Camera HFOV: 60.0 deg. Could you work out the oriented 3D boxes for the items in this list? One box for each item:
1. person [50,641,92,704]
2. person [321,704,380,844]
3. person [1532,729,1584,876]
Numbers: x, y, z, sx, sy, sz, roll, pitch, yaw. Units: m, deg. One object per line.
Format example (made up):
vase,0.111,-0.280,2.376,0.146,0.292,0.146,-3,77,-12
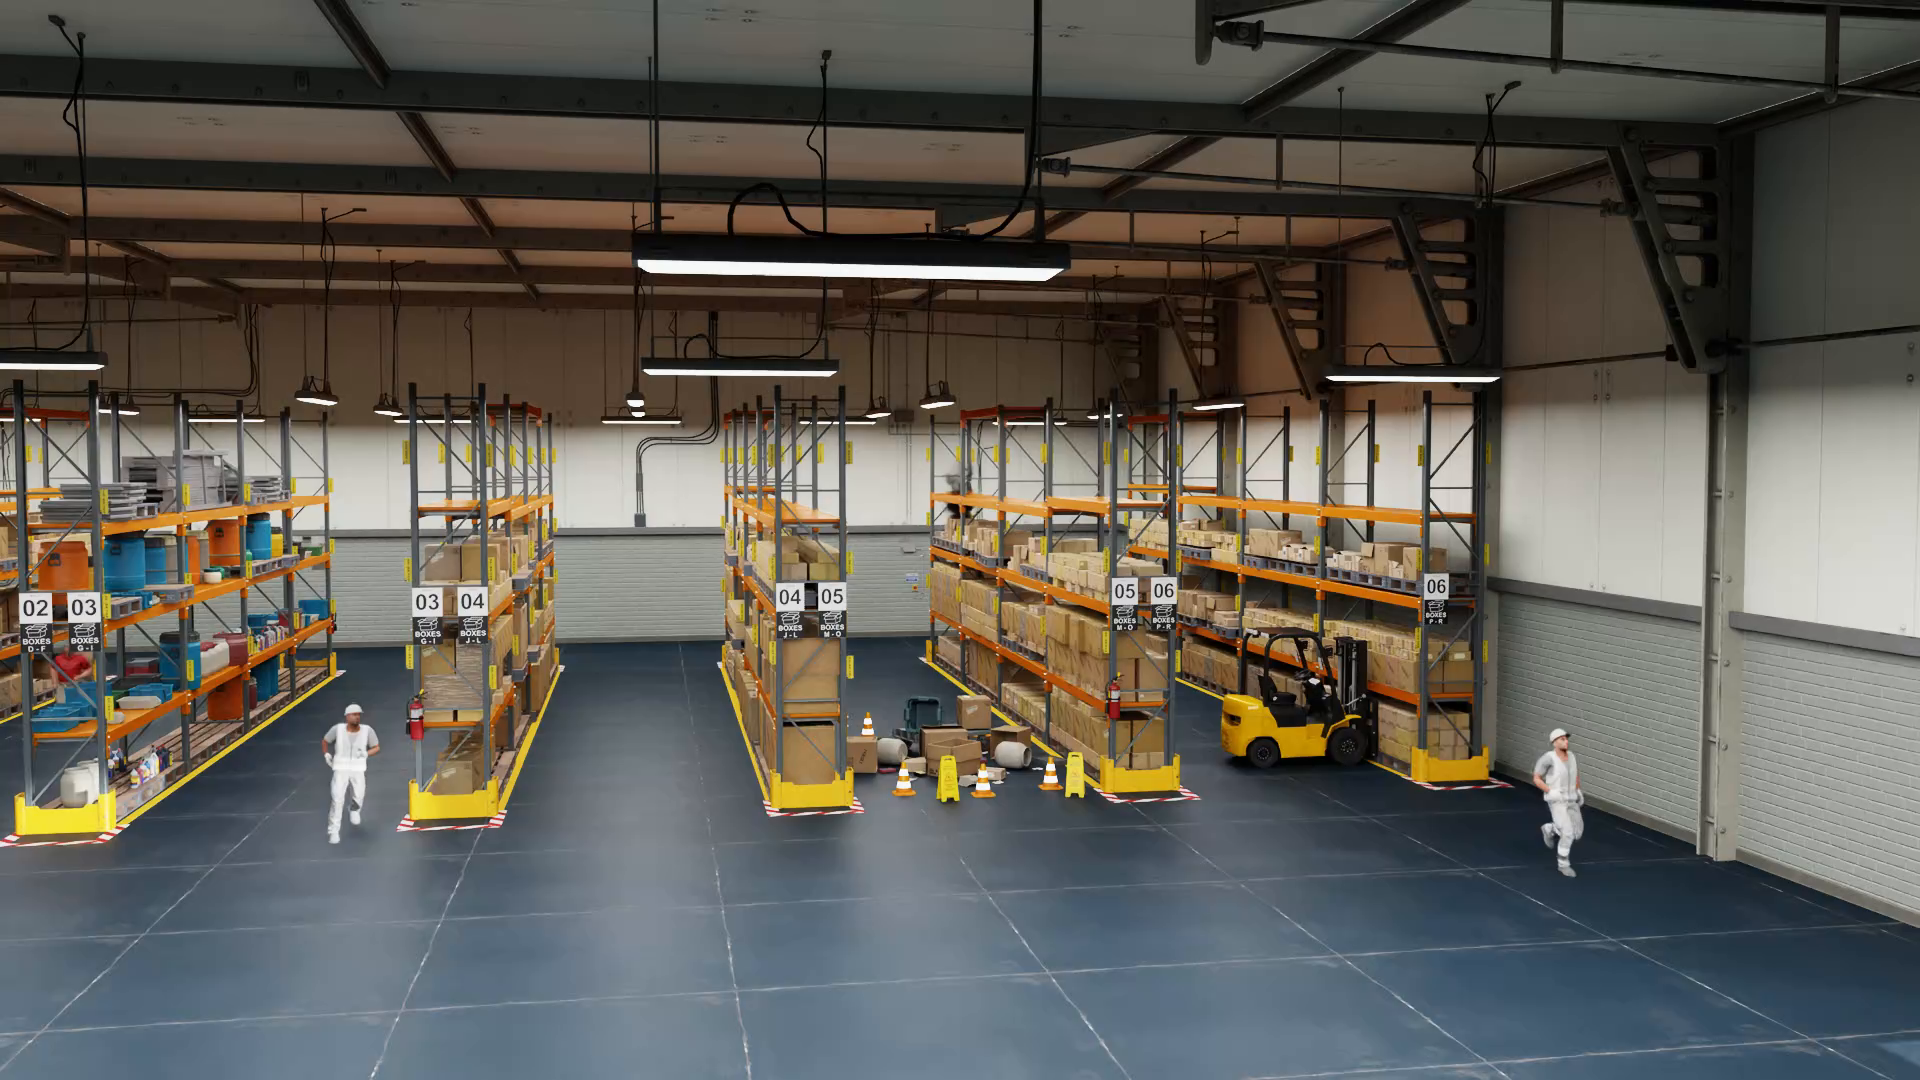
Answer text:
person,-15.861,2.651,29.626,0.710,1.697,0.563,-1,3,-15
person,-8.026,3.040,21.937,0.715,1.744,0.880,-1,3,-25
person,7.204,3.130,20.055,0.676,1.725,0.675,-1,3,-26
